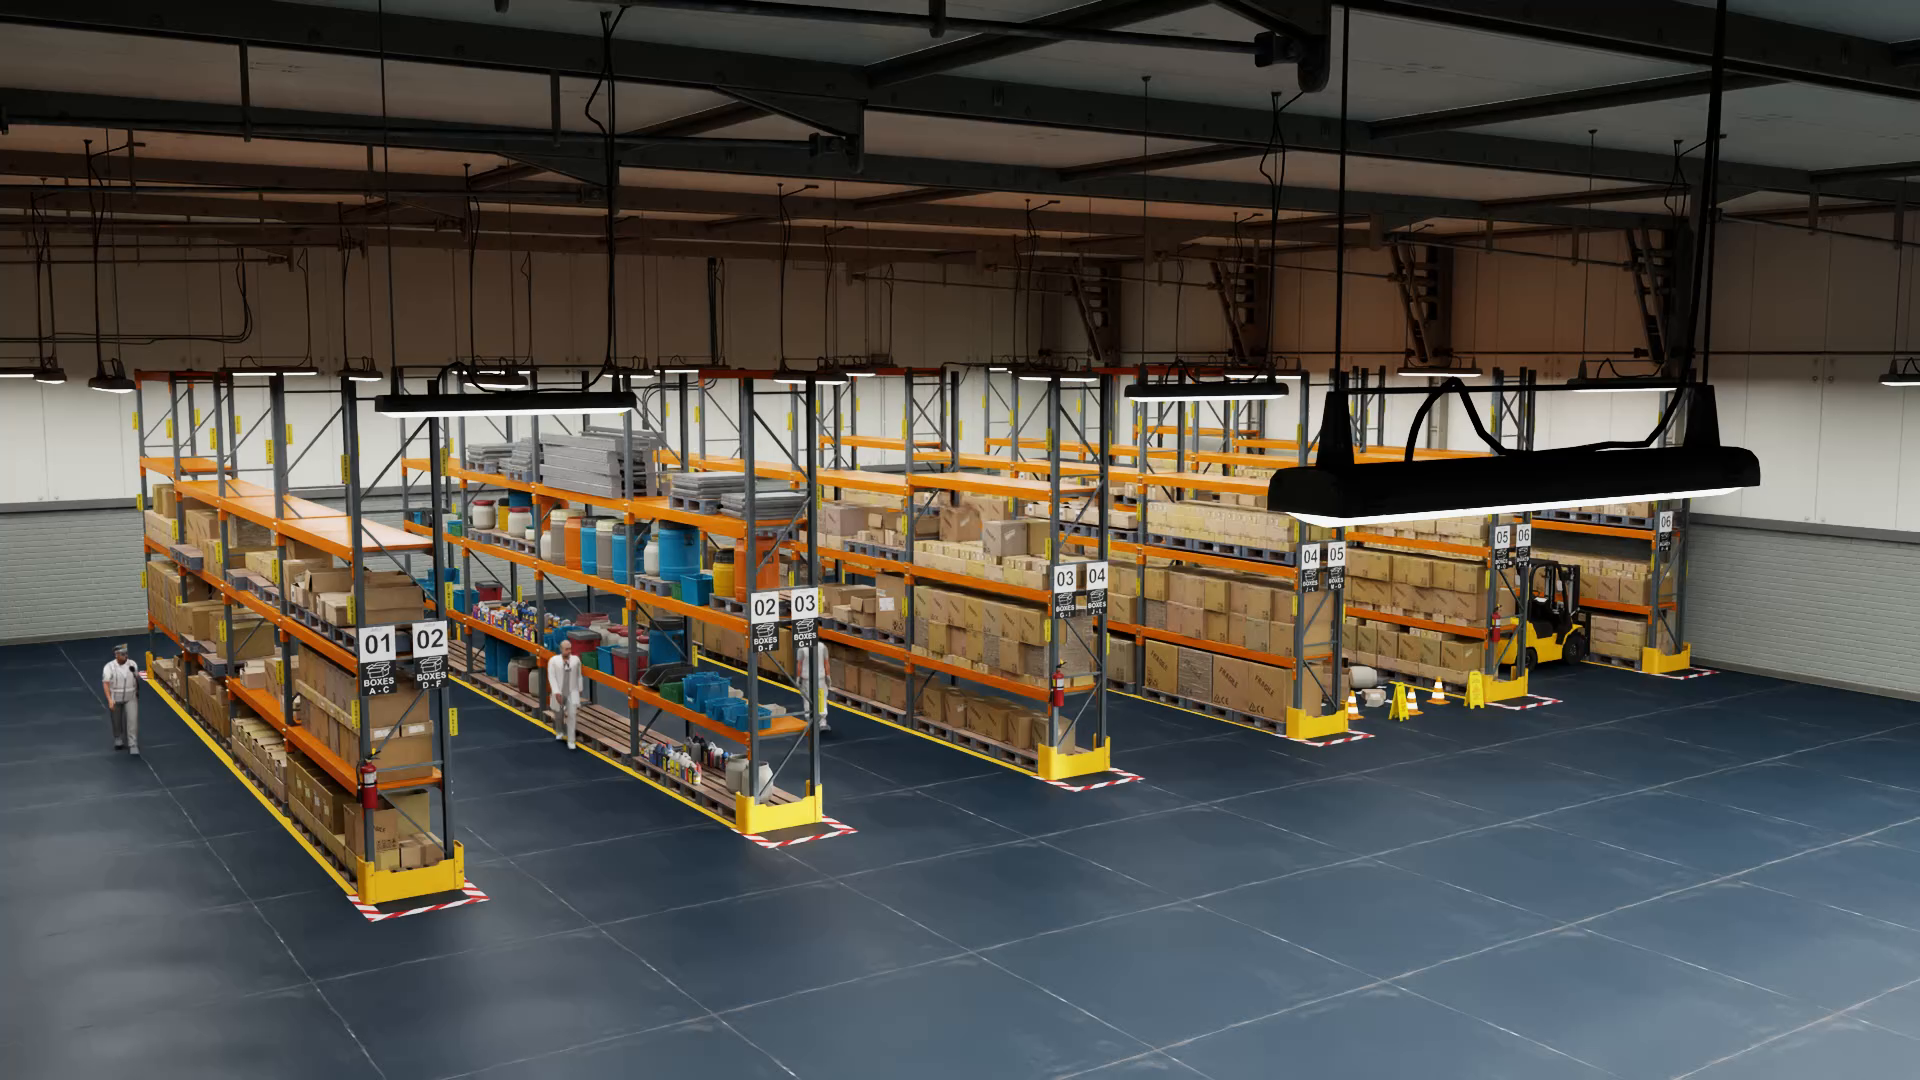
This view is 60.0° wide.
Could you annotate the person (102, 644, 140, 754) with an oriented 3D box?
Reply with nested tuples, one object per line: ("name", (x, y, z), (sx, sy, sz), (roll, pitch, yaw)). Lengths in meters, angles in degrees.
("person", (-13.267, 2.490, 26.309), (0.523, 1.700, 1.077), (-4, 8, -31))

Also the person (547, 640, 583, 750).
("person", (-6.331, 2.460, 26.740), (0.568, 1.705, 1.165), (-2, 7, -18))

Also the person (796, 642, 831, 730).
("person", (-2.442, 2.321, 27.750), (0.592, 1.789, 0.520), (-1, 7, -9))
